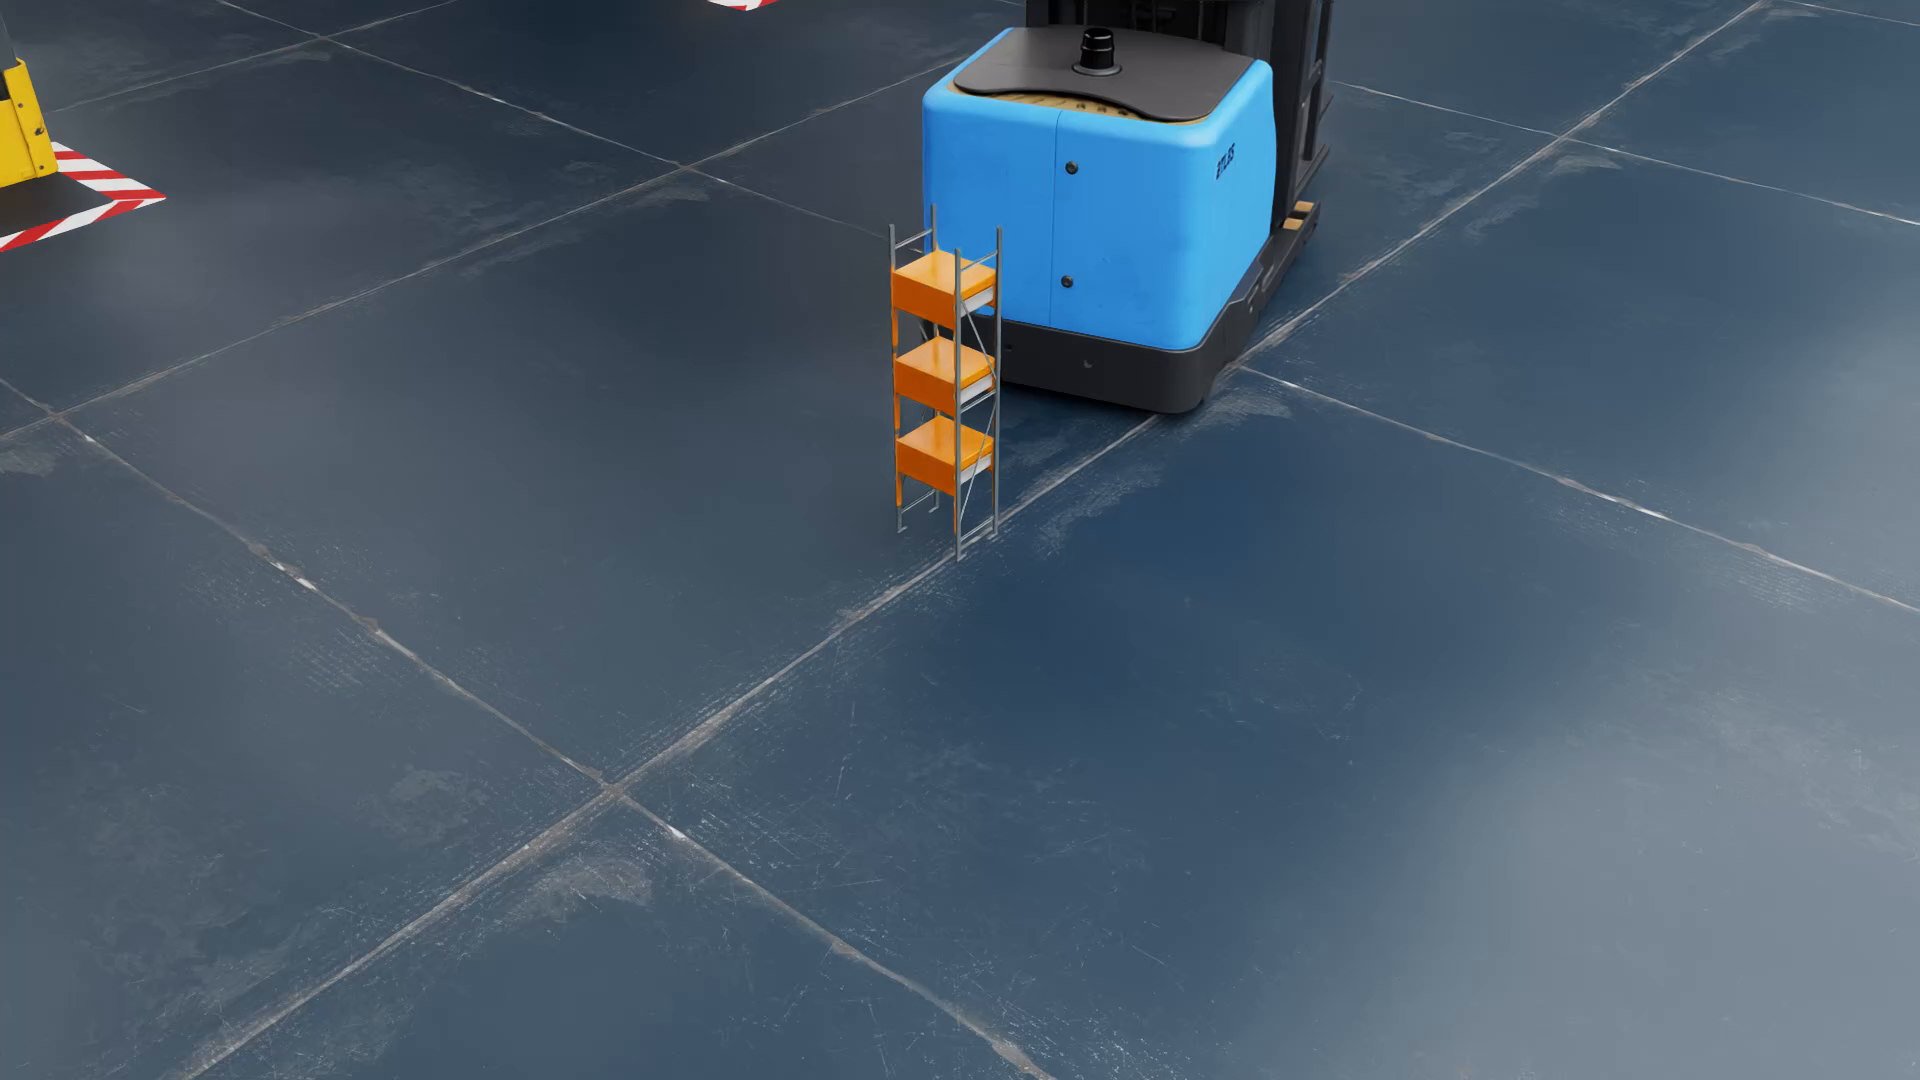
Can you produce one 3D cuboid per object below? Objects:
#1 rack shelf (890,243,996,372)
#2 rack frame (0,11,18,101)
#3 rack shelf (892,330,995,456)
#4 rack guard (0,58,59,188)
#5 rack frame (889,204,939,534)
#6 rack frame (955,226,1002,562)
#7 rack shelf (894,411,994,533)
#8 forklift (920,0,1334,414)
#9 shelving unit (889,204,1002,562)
[{"bbox_3d":[-0.041,-0.677,4.826,0.240,0.259,0.215,25,42,32],"label":"rack shelf"},{"bbox_3d":[-4.602,-2.766,6.629,0.127,3.000,1.000,25,42,32],"label":"rack frame"},{"bbox_3d":[-0.041,-0.443,4.987,0.240,0.259,0.215,25,42,32],"label":"rack shelf"},{"bbox_3d":[-4.691,-1.743,7.347,0.348,0.500,1.175,25,42,32],"label":"rack guard"},{"bbox_3d":[-0.135,-0.496,5.045,0.008,1.050,0.200,25,42,32],"label":"rack frame"},{"bbox_3d":[0.053,-0.408,4.917,0.008,1.050,0.200,25,42,32],"label":"rack frame"},{"bbox_3d":[-0.041,-0.214,5.144,0.240,0.259,0.215,25,42,32],"label":"rack shelf"},{"bbox_3d":[0.895,-2.472,6.261,1.130,2.935,3.031,13,37,19],"label":"forklift"},{"bbox_3d":[-0.041,-0.452,4.981,0.252,1.050,0.215,25,42,32],"label":"shelving unit"}]
